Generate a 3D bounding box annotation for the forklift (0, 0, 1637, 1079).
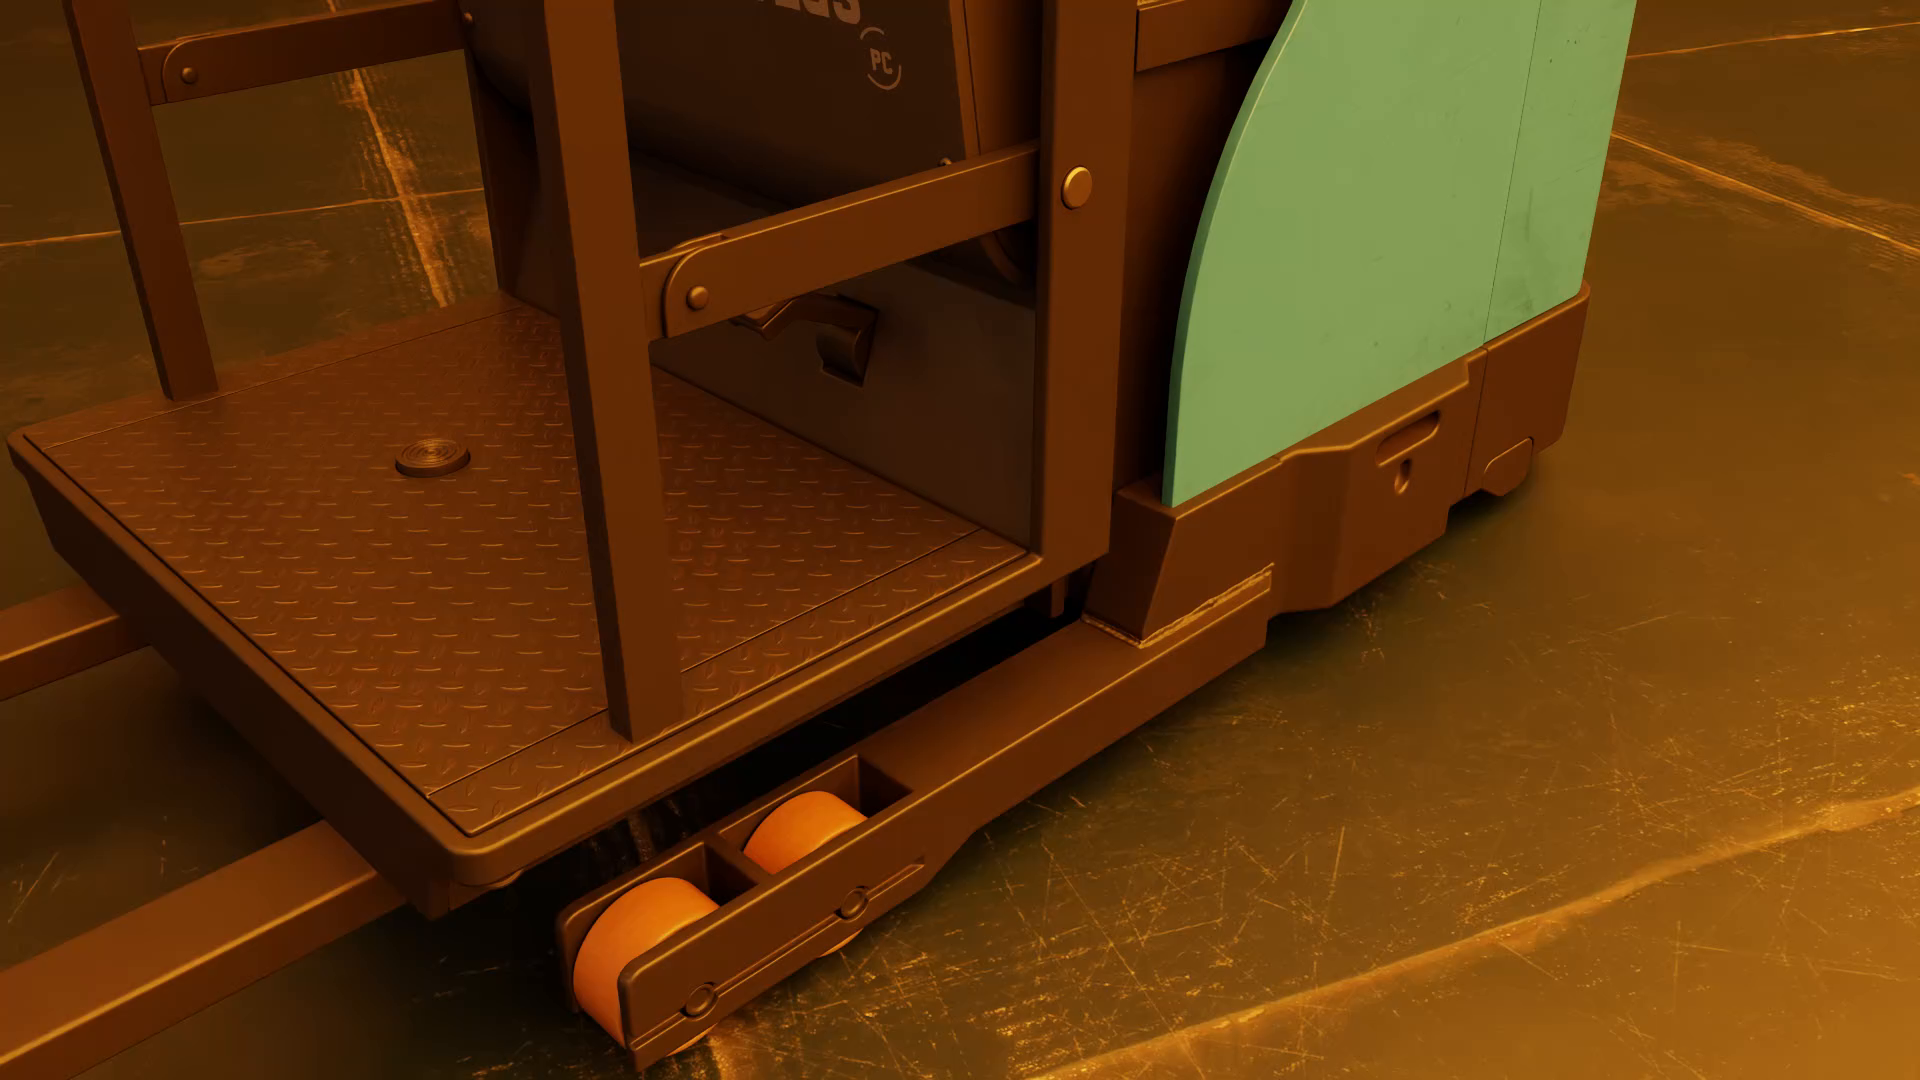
[{"bbox_3d":[-0.435,-1.063,1.405,3.031,2.935,1.130,-26,39,-37],"label":"forklift"}]
